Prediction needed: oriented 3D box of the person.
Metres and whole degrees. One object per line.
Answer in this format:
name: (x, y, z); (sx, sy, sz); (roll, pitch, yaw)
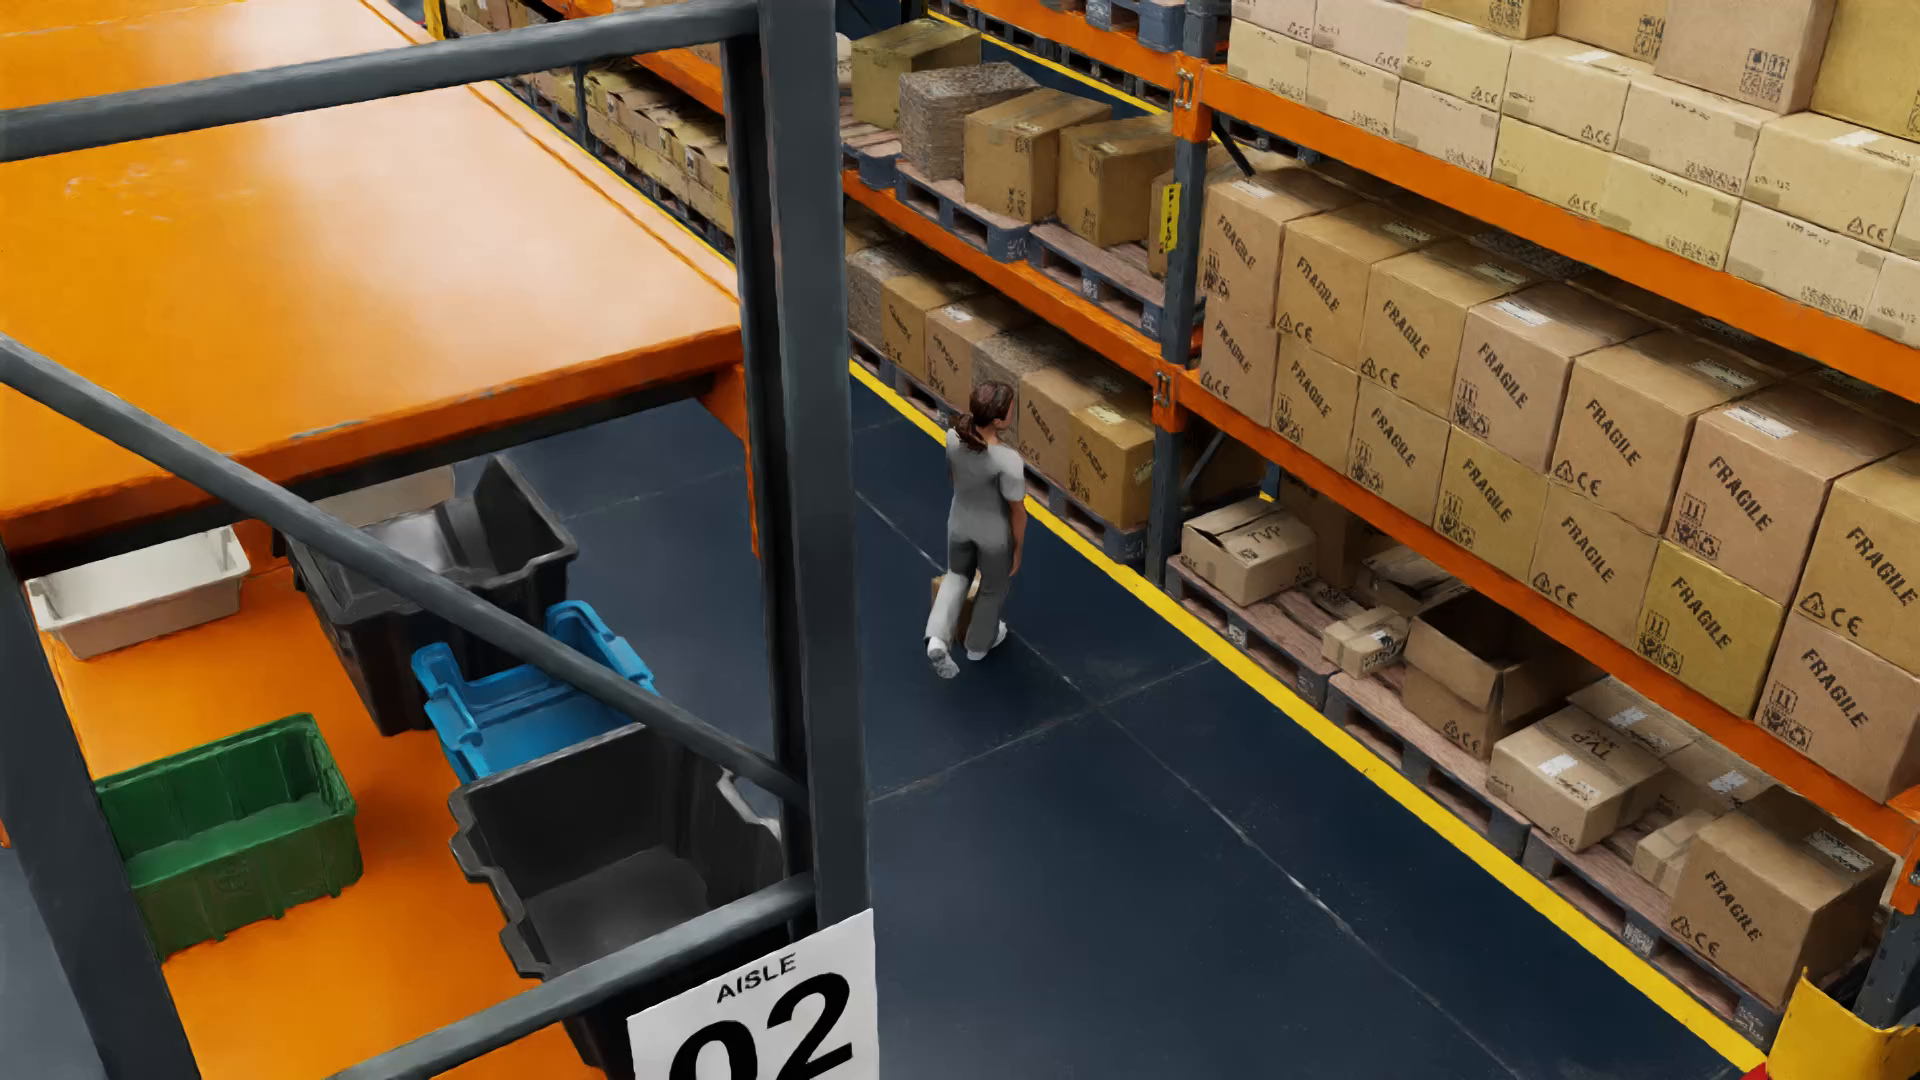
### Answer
person: (0.109, -0.030, 7.773); (0.488, 1.647, 0.740); (17, 37, 25)
